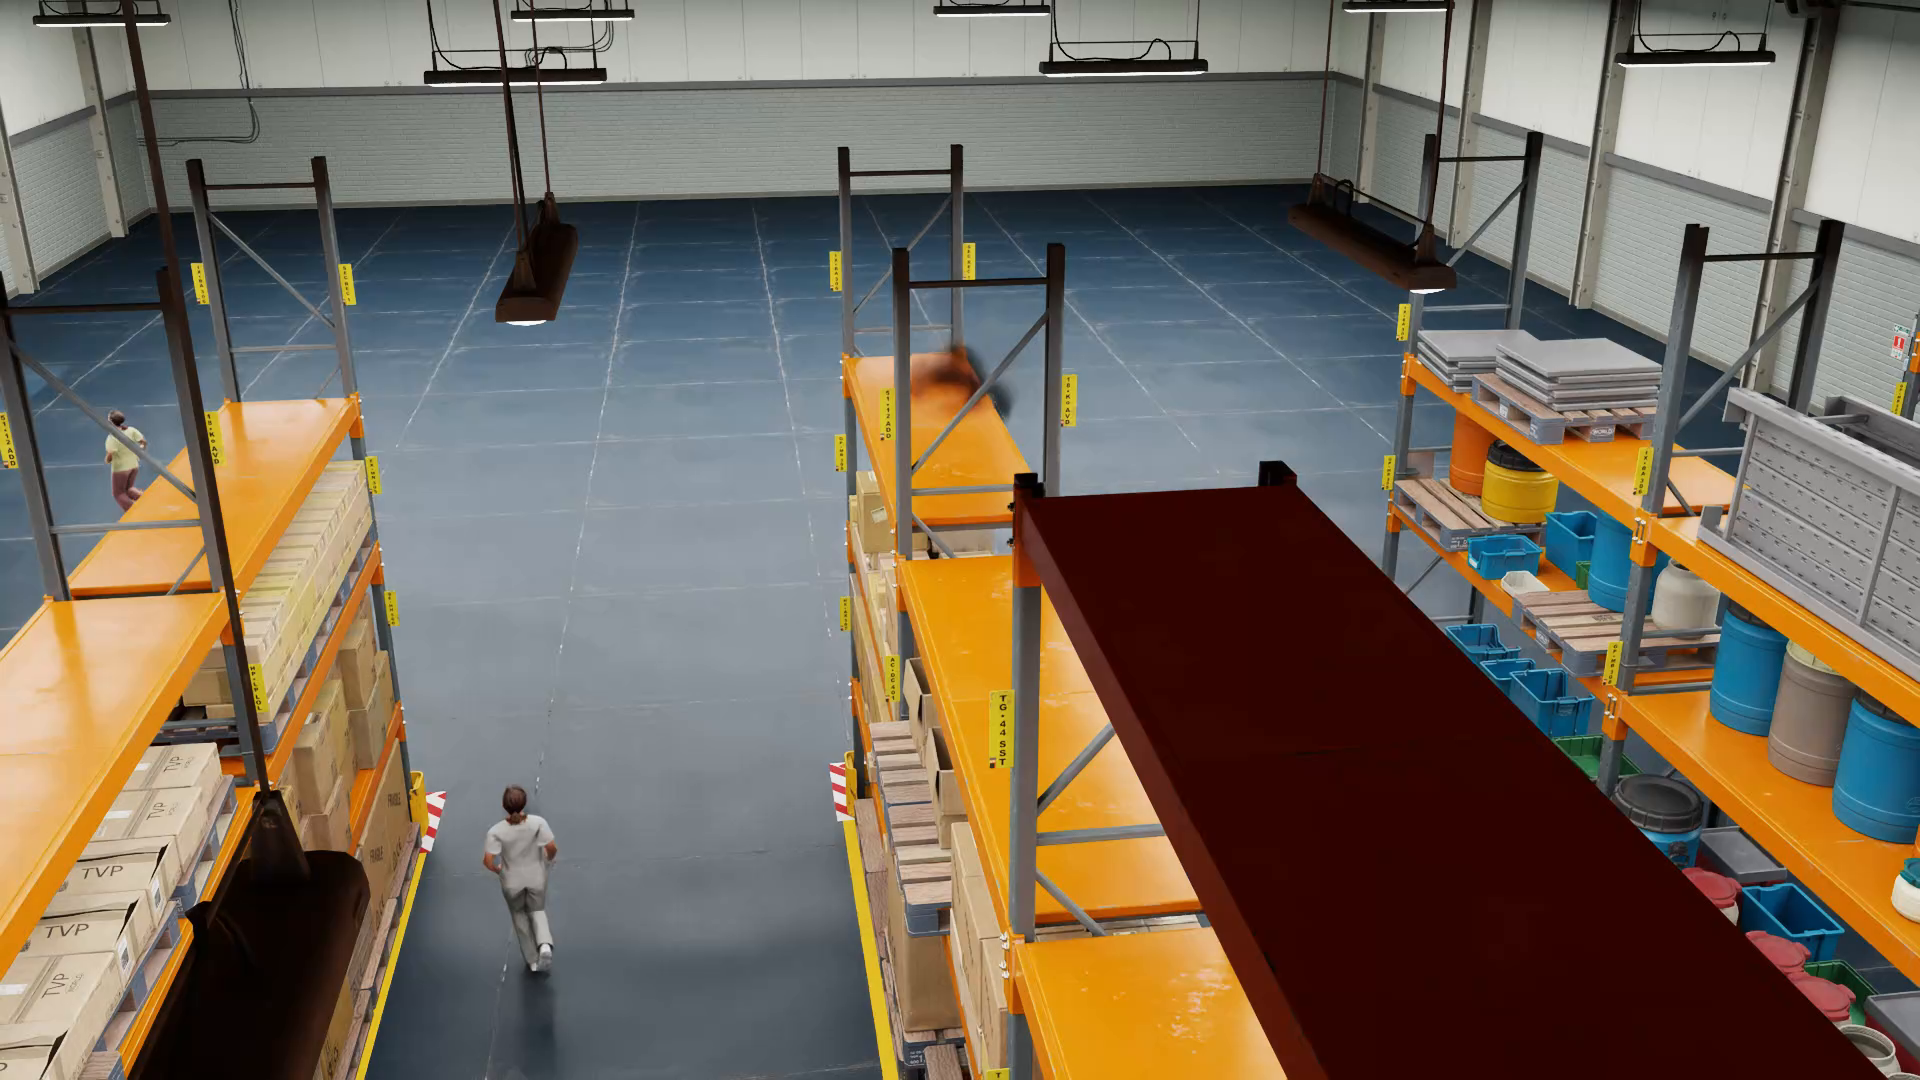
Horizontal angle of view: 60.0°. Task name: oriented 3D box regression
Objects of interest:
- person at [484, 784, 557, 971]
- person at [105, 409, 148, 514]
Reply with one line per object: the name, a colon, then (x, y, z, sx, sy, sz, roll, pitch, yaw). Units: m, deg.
person: (-3.341, 2.655, 12.755, 0.550, 1.621, 0.622, -7, 23, -18)
person: (-10.906, -0.929, 21.784, 0.597, 1.624, 0.596, 7, 23, 18)
